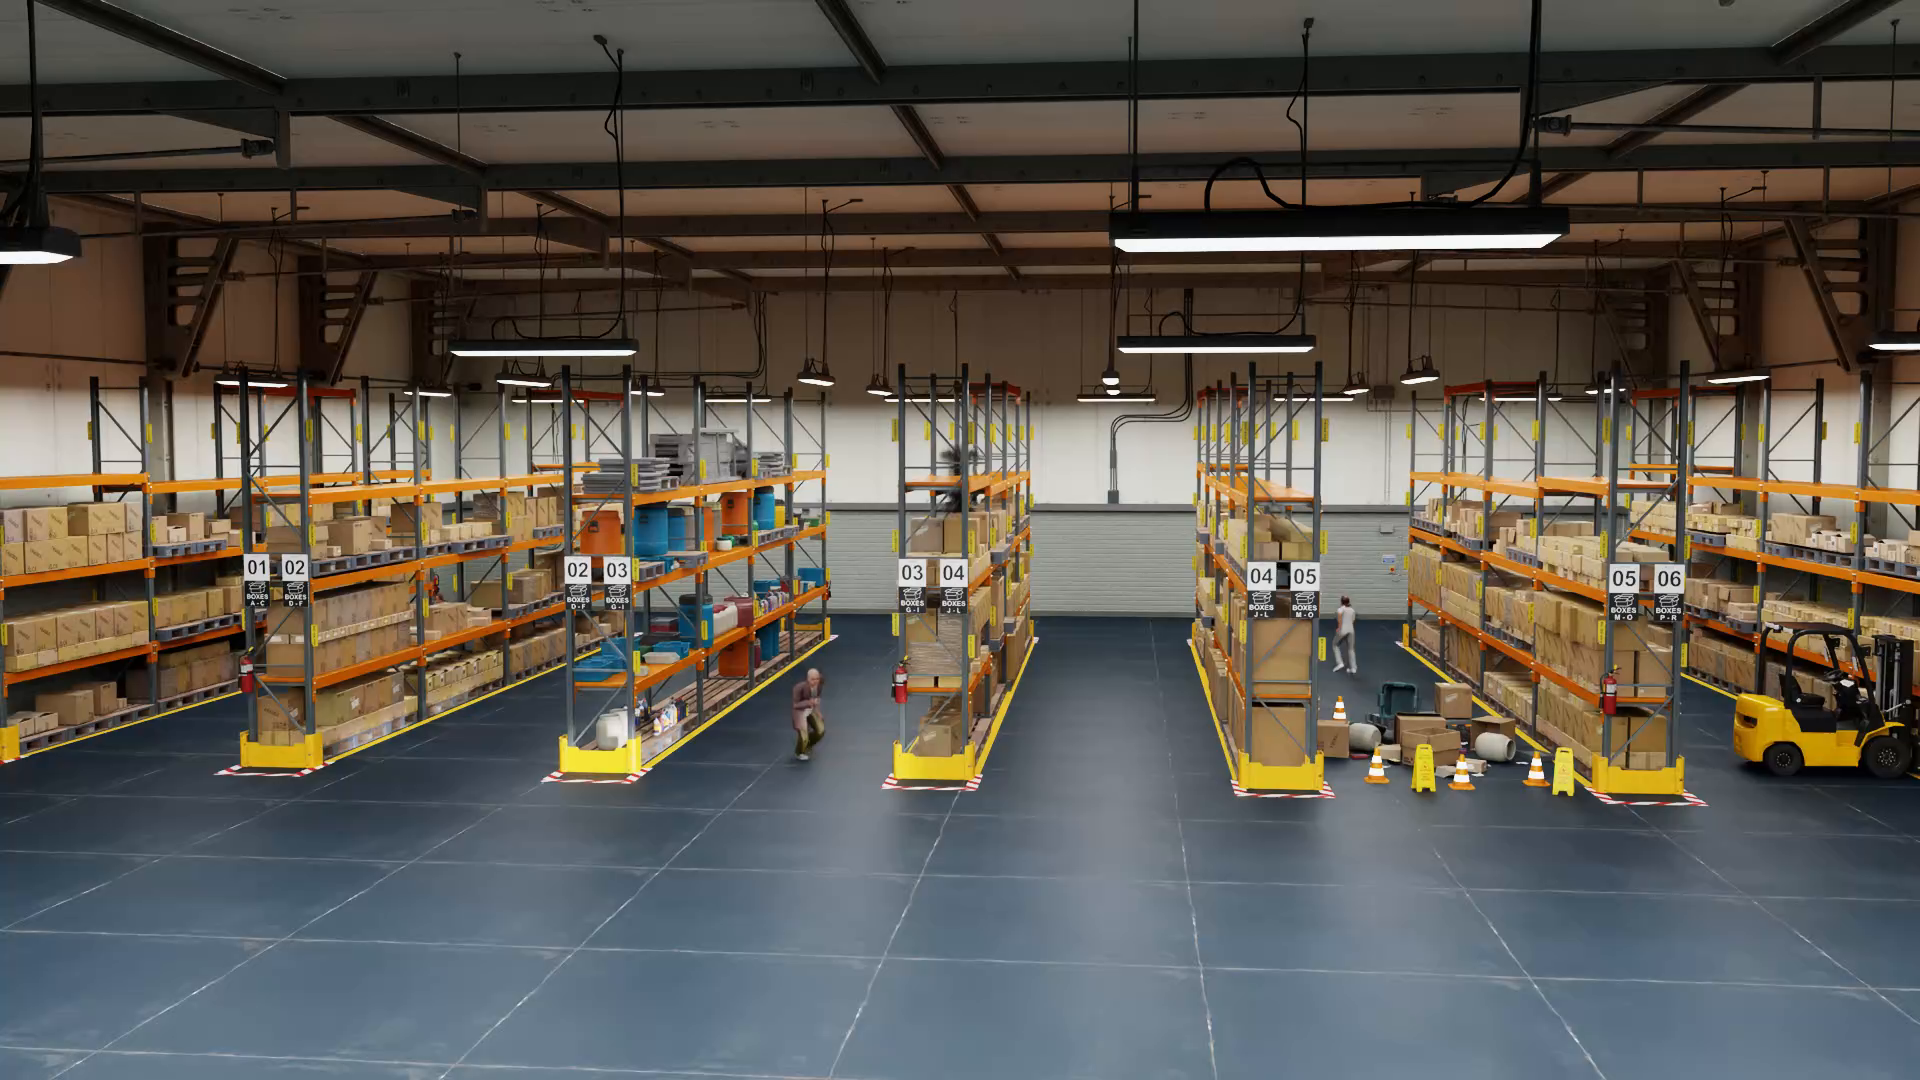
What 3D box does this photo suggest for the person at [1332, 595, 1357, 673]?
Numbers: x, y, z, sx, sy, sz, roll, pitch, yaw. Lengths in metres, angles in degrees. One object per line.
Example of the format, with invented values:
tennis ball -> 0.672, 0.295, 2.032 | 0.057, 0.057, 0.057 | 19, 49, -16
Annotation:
person -> 8.037, 1.970, 34.605 | 0.494, 1.609, 0.905 | -1, 4, -8

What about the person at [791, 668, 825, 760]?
person -> -2.288, 2.635, 25.106 | 0.690, 1.490, 1.052 | -2, 4, -33

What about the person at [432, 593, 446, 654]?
person -> -11.008, 1.919, 35.212 | 0.508, 1.609, 0.861 | 0, 4, 6
